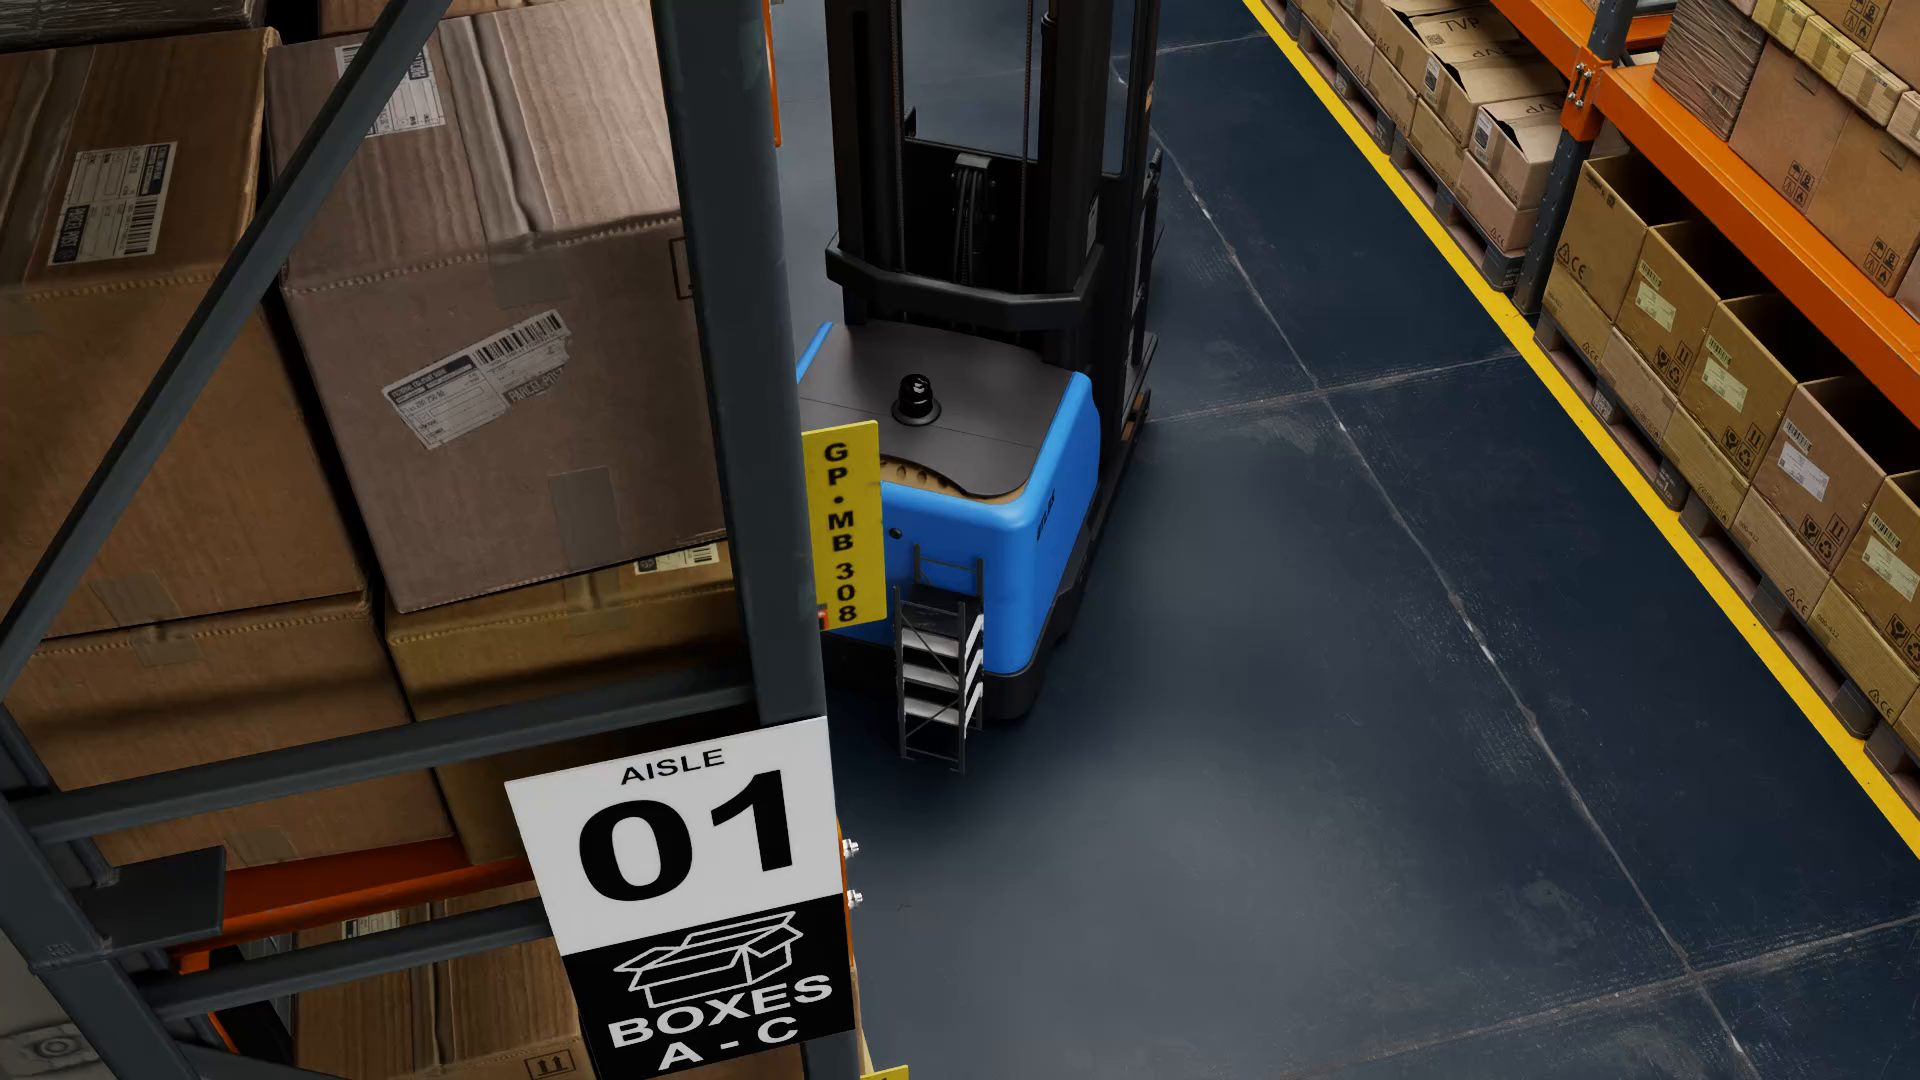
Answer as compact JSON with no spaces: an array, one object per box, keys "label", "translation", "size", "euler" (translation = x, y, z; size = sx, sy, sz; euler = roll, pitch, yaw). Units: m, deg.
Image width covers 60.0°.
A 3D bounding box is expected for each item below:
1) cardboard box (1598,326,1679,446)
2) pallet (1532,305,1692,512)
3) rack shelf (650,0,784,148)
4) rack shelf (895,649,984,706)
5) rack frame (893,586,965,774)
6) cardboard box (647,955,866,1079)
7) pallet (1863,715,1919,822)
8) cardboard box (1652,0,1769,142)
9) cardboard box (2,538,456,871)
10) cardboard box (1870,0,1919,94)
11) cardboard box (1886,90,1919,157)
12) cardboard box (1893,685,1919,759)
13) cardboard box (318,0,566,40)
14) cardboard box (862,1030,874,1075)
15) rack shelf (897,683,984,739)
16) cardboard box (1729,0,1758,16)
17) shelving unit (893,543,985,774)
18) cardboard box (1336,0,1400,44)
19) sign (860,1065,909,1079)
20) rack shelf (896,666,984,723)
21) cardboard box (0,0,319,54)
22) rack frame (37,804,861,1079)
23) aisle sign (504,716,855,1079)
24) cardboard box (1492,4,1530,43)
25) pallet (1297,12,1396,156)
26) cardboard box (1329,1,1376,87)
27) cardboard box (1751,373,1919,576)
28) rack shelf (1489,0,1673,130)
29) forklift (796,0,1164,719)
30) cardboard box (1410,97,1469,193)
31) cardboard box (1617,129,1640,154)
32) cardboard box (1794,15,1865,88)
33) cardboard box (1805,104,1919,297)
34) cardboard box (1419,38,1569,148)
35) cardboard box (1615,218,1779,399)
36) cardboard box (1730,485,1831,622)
[{"label":"cardboard box","translation":[3.048,-0.687,6.954],"size":[0.500,0.250,0.500],"euler":[-11,47,-10]},{"label":"pallet","translation":[3.263,-0.691,7.279],"size":[1.003,0.211,1.213],"euler":[-11,47,-10]},{"label":"rack shelf","translation":[-1.176,-1.781,2.701],"size":[1.077,0.370,4.000],"euler":[-11,47,-10]},{"label":"rack shelf","translation":[-0.068,0.445,5.730],"size":[0.258,0.077,0.200],"euler":[13,47,12]},{"label":"rack frame","translation":[-0.099,0.491,5.638],"size":[0.240,0.900,0.006],"euler":[13,47,12]},{"label":"cardboard box","translation":[-0.496,0.845,3.388],"size":[0.500,0.500,0.500],"euler":[-11,47,-10]},{"label":"pallet","translation":[3.887,0.994,5.628],"size":[1.003,0.211,1.213],"euler":[-11,47,-10]},{"label":"cardboard box","translation":[3.219,-1.953,6.494],"size":[0.700,0.500,0.500],"euler":[-12,47,-11]},{"label":"cardboard box","translation":[-1.016,0.113,2.355],"size":[0.500,0.500,0.500],"euler":[-8,46,-7]},{"label":"cardboard box","translation":[3.477,-1.713,5.350],"size":[0.700,0.500,0.500],"euler":[-11,47,-10]},{"label":"cardboard box","translation":[3.315,-1.376,5.474],"size":[0.380,0.149,0.250],"euler":[-12,47,-11]},{"label":"cardboard box","translation":[3.561,0.694,5.601],"size":[0.500,0.250,0.500],"euler":[-11,47,-10]},{"label":"cardboard box","translation":[-0.608,-0.662,2.414],"size":[0.500,0.500,0.500],"euler":[-11,47,-11]},{"label":"cardboard box","translation":[-0.482,1.097,3.666],"size":[0.500,0.250,0.500],"euler":[-12,47,-11]},{"label":"rack shelf","translation":[-0.068,0.571,5.859],"size":[0.258,0.077,0.200],"euler":[13,47,12]},{"label":"cardboard box","translation":[3.045,-2.092,6.175],"size":[0.380,0.149,0.250],"euler":[-10,46,-10]},{"label":"shelving unit","translation":[-0.068,0.422,5.706],"size":[0.258,0.900,0.210],"euler":[13,47,12]},{"label":"cardboard box","translation":[2.329,-2.882,8.713],"size":[0.500,0.311,0.500],"euler":[-11,47,-11]},{"label":"sign","translation":[-0.140,1.044,3.021],"size":[0.100,0.325,0.005],"euler":[-11,47,-10]},{"label":"rack shelf","translation":[-0.068,0.508,5.794],"size":[0.258,0.077,0.200],"euler":[13,47,12]},{"label":"cardboard box","translation":[-1.178,-0.620,2.373],"size":[0.500,0.500,0.500],"euler":[-8,46,-8]},{"label":"rack frame","translation":[-0.664,1.446,3.232],"size":[1.000,3.000,0.127],"euler":[-11,47,-10]},{"label":"aisle sign","translation":[-0.356,0.531,2.309],"size":[0.394,0.787,0.004],"euler":[-11,47,-10]},{"label":"cardboard box","translation":[2.978,-2.639,8.475],"size":[0.500,0.311,0.500],"euler":[-12,47,-12]},{"label":"pallet","translation":[2.557,-2.593,9.143],"size":[1.003,0.211,1.213],"euler":[-11,47,-10]},{"label":"cardboard box","translation":[2.325,-2.696,8.923],"size":[0.500,0.250,0.500],"euler":[-10,46,-10]},{"label":"cardboard box","translation":[3.302,-0.258,6.009],"size":[0.500,0.500,0.500],"euler":[-11,47,-10]},{"label":"rack shelf","translation":[2.587,-3.353,8.439],"size":[1.077,0.370,4.000],"euler":[-11,47,-10]},{"label":"forklift","translation":[0.190,-1.451,6.120],"size":[1.130,2.935,3.031],"euler":[13,47,12]},{"label":"cardboard box","translation":[2.585,-1.991,8.232],"size":[0.500,0.250,0.500],"euler":[-11,47,-11]},{"label":"cardboard box","translation":[3.234,-1.935,7.785],"size":[0.500,0.311,0.500],"euler":[-11,47,-10]},{"label":"cardboard box","translation":[3.182,-1.733,5.824],"size":[0.380,0.149,0.250],"euler":[-11,47,-11]},{"label":"cardboard box","translation":[3.485,-1.243,5.798],"size":[0.700,0.500,0.500],"euler":[-10,46,-10]},{"label":"cardboard box","translation":[2.579,-2.190,8.034],"size":[0.500,0.311,0.500],"euler":[-10,46,-9]},{"label":"cardboard box","translation":[3.051,-0.950,6.686],"size":[0.500,0.500,0.500],"euler":[-11,47,-10]},{"label":"cardboard box","translation":[3.305,0.004,6.277],"size":[0.500,0.250,0.500],"euler":[-11,47,-10]}]
